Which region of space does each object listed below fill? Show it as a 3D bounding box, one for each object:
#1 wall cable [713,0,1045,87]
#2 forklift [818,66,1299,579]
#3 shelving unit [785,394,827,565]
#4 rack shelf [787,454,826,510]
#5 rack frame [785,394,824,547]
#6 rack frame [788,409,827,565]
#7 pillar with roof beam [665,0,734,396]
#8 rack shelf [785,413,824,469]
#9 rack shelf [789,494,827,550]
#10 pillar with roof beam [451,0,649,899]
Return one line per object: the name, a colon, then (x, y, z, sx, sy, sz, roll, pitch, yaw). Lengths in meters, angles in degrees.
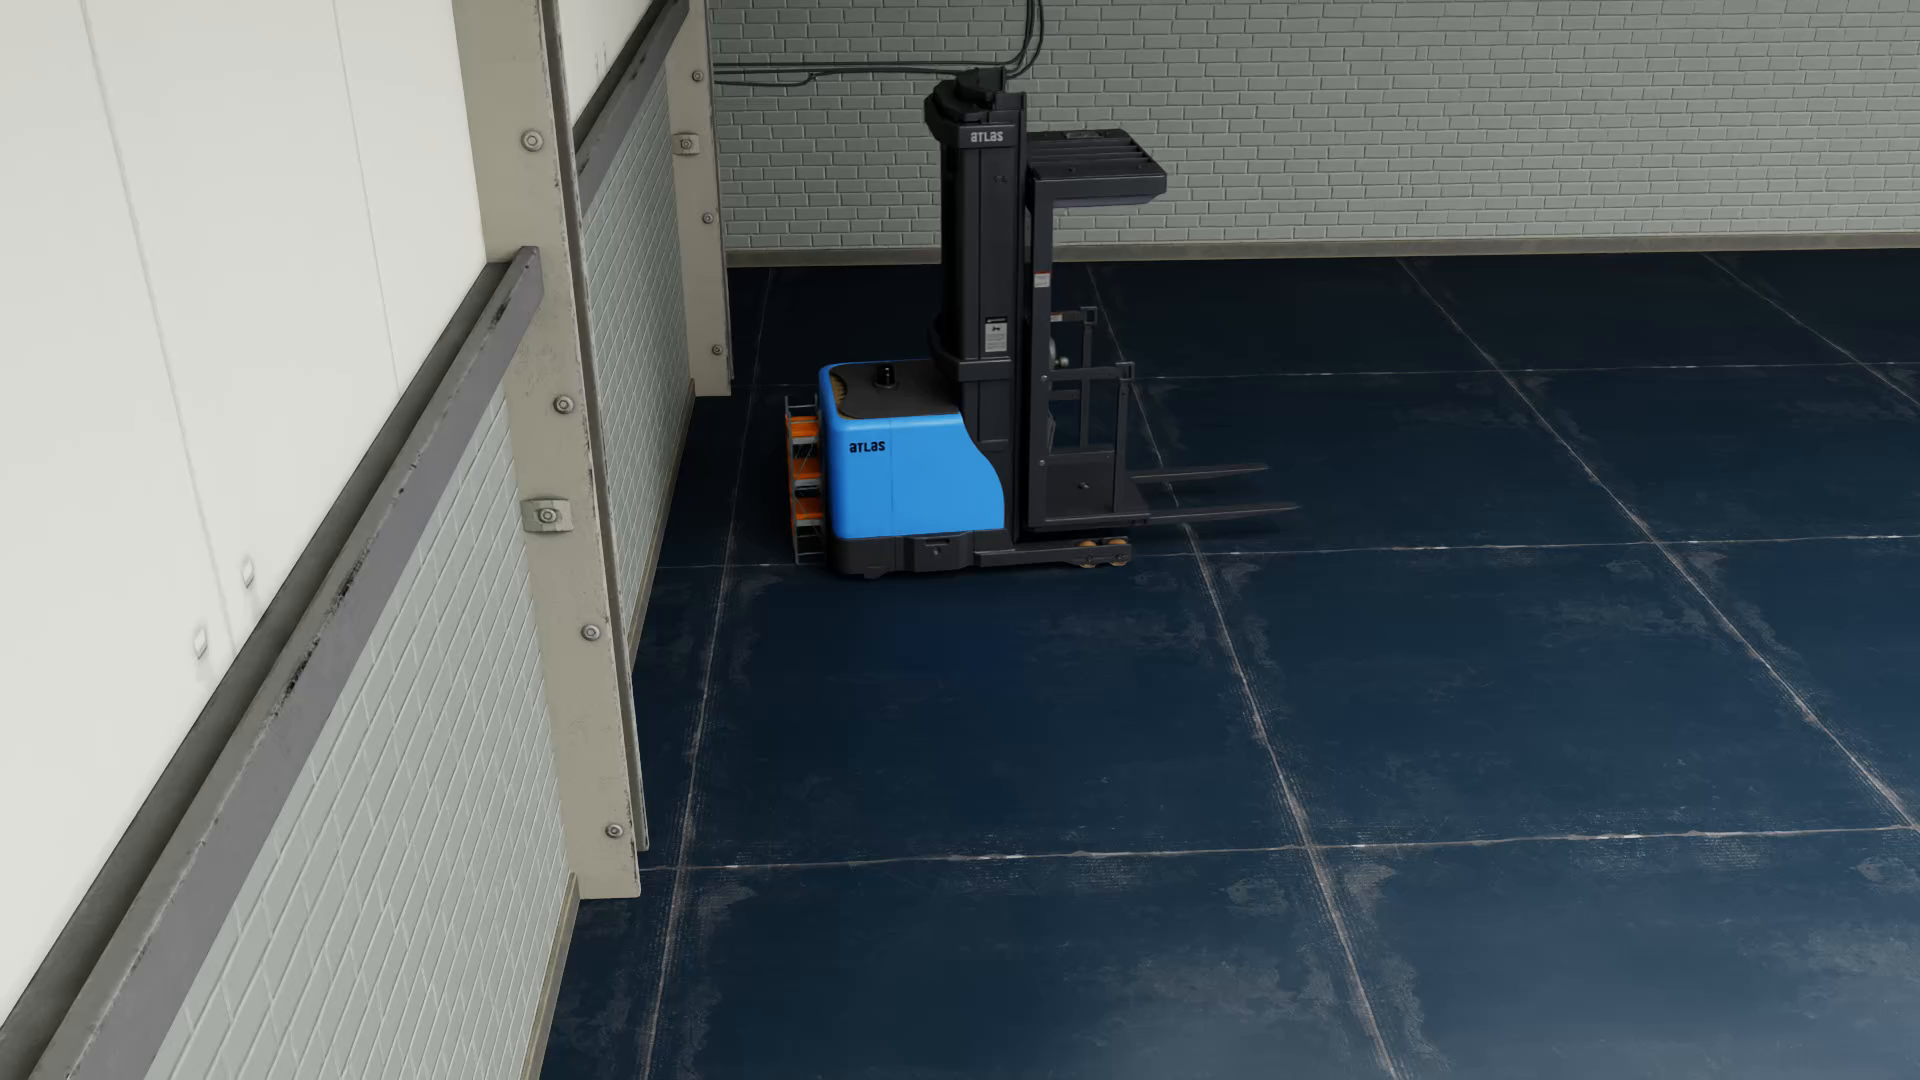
wall cable: (-0.787, -5.220, 14.448, 3.097, 2.526, 0.112, -1, 28, -3)
forklift: (0.643, -1.360, 10.251, 3.031, 2.935, 1.130, -4, 28, -8)
shelving unit: (-0.960, -0.372, 10.391, 0.215, 1.050, 0.252, -4, 28, -8)
rack shelf: (-0.960, -0.363, 10.396, 0.215, 0.259, 0.240, -4, 28, -8)
rack frame: (-0.980, -0.428, 10.497, 0.200, 1.050, 0.008, -4, 28, -8)
rack frame: (-0.940, -0.317, 10.284, 0.200, 1.050, 0.008, -4, 28, -8)
pillar with roof beam: (2.345, -5.309, 11.259, 9.100, 9.000, 0.400, -1, 28, -3)
rack shelf: (-0.960, -0.614, 10.264, 0.215, 0.259, 0.240, -4, 28, -8)
rack shelf: (-0.960, -0.116, 10.524, 0.215, 0.259, 0.240, -4, 28, -8)
pillar with roof beam: (2.658, -2.538, 5.947, 9.100, 9.000, 0.400, -1, 28, -3)
